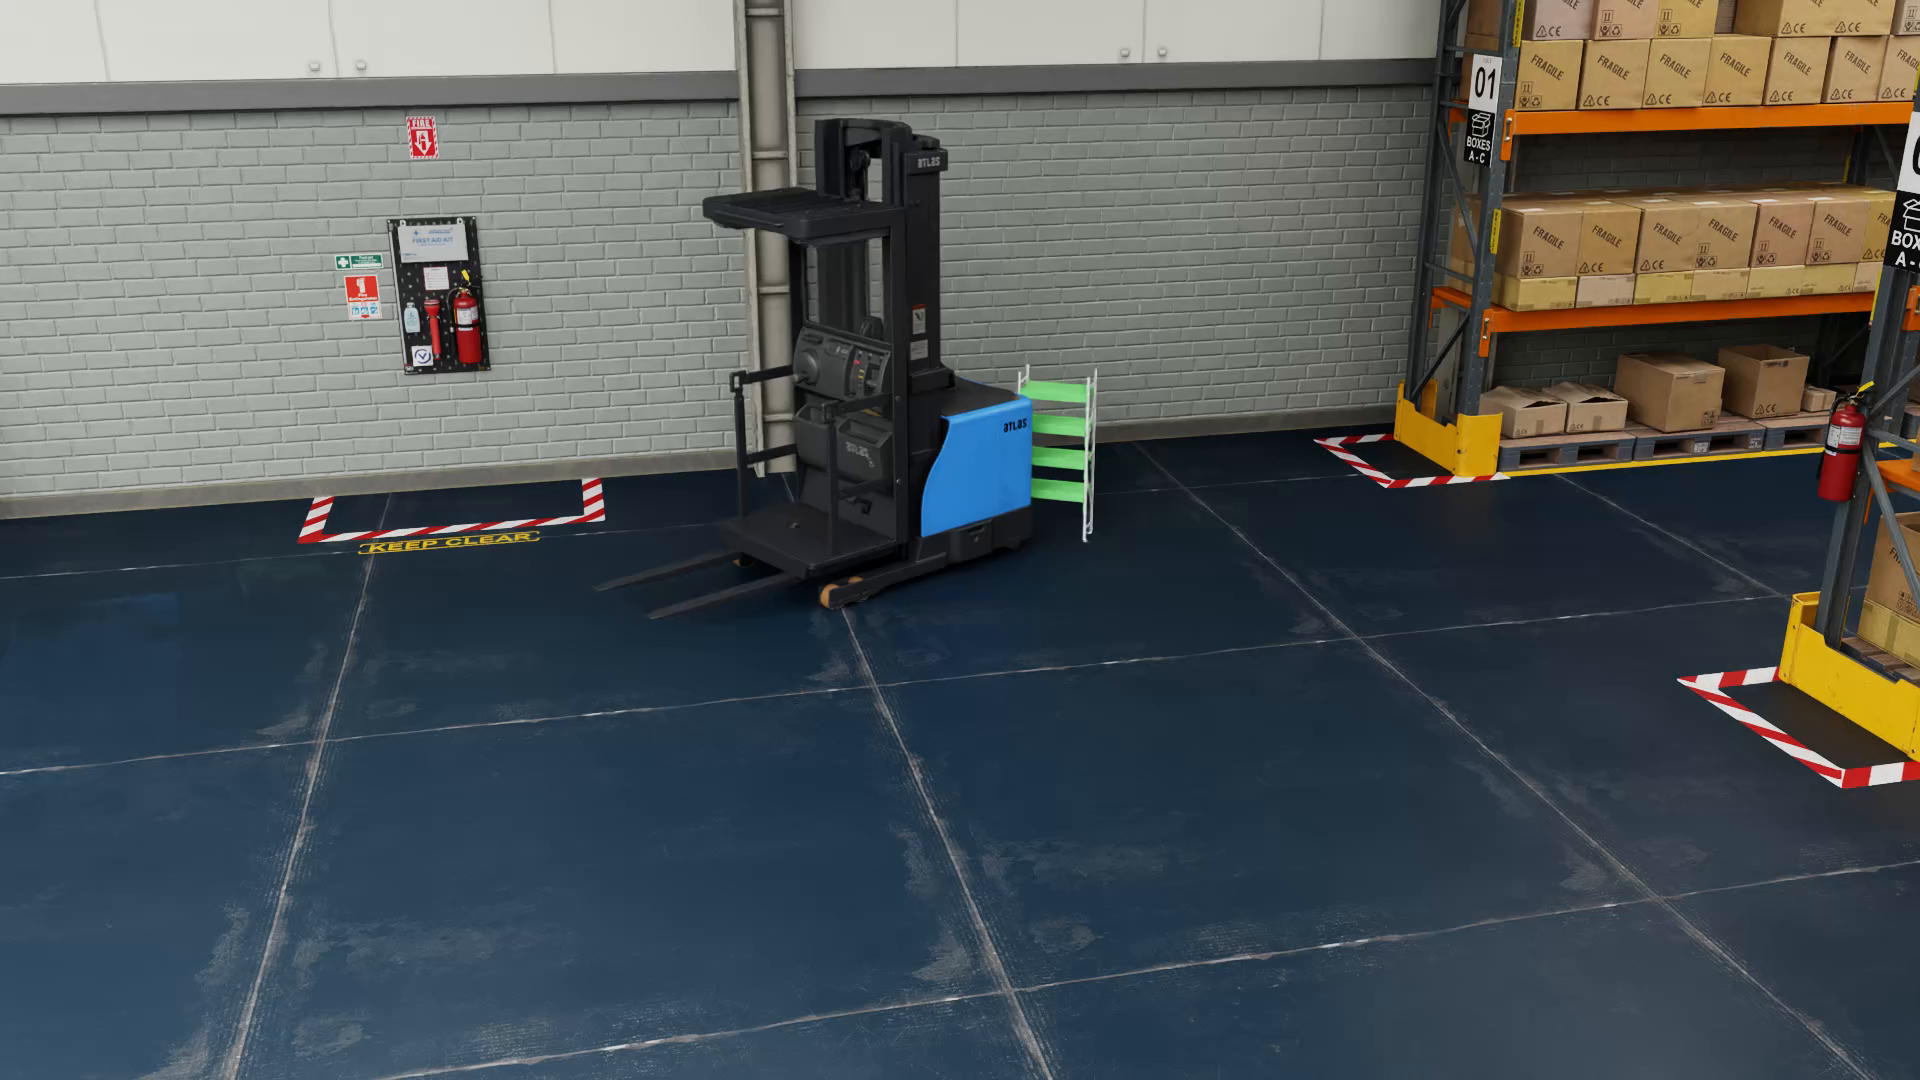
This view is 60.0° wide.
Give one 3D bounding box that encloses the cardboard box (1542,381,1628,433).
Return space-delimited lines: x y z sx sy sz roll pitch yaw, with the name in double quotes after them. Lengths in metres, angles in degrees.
5.162 -1.117 13.771 0.500 0.311 0.500 -3 20 -8 "cardboard box"

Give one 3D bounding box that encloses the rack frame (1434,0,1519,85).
3.913 -4.920 12.162 0.127 3.000 1.000 -5 21 -12 "rack frame"

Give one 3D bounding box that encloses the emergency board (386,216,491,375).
-3.858 -1.790 12.340 0.643 1.169 0.194 -5 21 -12 "emergency board"

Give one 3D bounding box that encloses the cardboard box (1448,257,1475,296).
4.323 -2.144 13.495 0.500 0.250 0.500 -4 21 -12 "cardboard box"

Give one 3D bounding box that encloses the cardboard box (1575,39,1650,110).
4.827 -3.541 12.585 0.500 0.500 0.500 -3 20 -9 "cardboard box"

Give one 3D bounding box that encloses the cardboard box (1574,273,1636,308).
4.963 -2.020 13.157 0.500 0.250 0.500 -5 21 -14 "cardboard box"

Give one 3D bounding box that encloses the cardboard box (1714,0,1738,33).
5.777 -4.275 13.134 0.500 0.500 0.500 -5 21 -13 "cardboard box"

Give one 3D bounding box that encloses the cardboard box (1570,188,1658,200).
5.317 -2.581 13.599 0.500 0.500 0.500 -5 21 -14 "cardboard box"

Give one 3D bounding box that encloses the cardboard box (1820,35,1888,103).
6.876 -3.726 13.089 0.500 0.500 0.500 -6 21 -17 "cardboard box"

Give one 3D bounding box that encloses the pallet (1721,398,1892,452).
7.160 -1.045 14.361 1.213 0.211 1.003 -5 21 -12 "pallet"

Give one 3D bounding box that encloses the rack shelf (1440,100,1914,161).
5.859 -3.332 13.234 4.000 0.370 1.077 -5 21 -12 "rack shelf"

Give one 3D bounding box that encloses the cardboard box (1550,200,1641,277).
4.930 -2.367 13.014 0.500 0.500 0.500 -5 21 -12 "cardboard box"

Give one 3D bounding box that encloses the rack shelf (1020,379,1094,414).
0.679 -1.003 11.600 0.480 0.148 0.258 6 21 16 "rack shelf"

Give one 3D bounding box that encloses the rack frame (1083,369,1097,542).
0.912 -0.588 11.676 0.015 1.200 0.240 6 21 16 "rack frame"

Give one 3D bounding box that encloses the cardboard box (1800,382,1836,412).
7.292 -1.243 14.327 0.250 0.166 0.380 -7 21 -20 "cardboard box"

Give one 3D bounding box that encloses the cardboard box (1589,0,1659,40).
4.843 -4.009 12.409 0.500 0.500 0.500 -5 21 -13 "cardboard box"

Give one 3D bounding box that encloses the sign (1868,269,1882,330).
4.945 -1.283 8.927 0.005 0.325 0.100 -5 21 -12 "sign"

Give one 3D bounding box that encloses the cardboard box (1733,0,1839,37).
6.344 -4.132 12.743 0.500 0.500 0.500 -5 21 -14 "cardboard box"

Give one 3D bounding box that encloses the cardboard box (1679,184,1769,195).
6.310 -2.666 13.830 0.500 0.500 0.500 -4 21 -11 "cardboard box"

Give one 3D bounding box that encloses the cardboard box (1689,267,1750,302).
5.952 -2.098 13.369 0.500 0.250 0.500 -4 21 -12 "cardboard box"

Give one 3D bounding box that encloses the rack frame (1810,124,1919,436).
7.806 -2.419 14.058 0.127 3.000 1.000 -5 21 -12 "rack frame"

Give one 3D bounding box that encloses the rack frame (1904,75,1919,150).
5.056 -3.262 7.636 0.127 3.000 1.000 -5 21 -12 "rack frame"

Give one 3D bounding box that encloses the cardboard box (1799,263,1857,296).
6.928 -2.183 13.601 0.500 0.250 0.500 -5 21 -12 "cardboard box"

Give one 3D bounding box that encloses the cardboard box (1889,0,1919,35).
7.380 -4.223 12.994 0.500 0.500 0.500 -6 21 -17 "cardboard box"

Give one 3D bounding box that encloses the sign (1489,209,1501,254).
4.038 -2.328 12.550 0.005 0.325 0.100 -5 21 -12 "sign"

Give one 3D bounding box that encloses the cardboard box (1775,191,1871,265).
6.932 -2.528 13.454 0.500 0.500 0.500 -5 21 -13 "cardboard box"

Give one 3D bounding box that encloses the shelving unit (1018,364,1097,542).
0.679 -0.613 11.743 0.503 1.200 0.258 6 21 16 "shelving unit"

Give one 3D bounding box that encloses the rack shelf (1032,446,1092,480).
0.679 -0.553 11.765 0.480 0.148 0.258 6 21 16 "rack shelf"

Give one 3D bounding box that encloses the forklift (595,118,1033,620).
-0.925 -1.130 10.638 3.031 2.935 1.130 -17 26 -39 "forklift"

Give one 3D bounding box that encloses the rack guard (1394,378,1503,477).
3.987 -0.935 13.641 0.348 0.500 1.175 -5 21 -12 "rack guard"

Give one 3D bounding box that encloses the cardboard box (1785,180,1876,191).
7.300 -2.743 14.041 0.500 0.500 0.500 -5 21 -14 "cardboard box"

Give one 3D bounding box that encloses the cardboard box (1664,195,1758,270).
5.934 -2.451 13.242 0.500 0.500 0.500 -4 20 -11 "cardboard box"

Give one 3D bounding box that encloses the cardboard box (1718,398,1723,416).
6.244 -1.167 14.146 0.250 0.149 0.380 -6 21 -17 "cardboard box"

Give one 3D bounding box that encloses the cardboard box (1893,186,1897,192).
8.309 -2.702 14.044 0.500 0.500 0.700 -5 21 -12 "cardboard box"

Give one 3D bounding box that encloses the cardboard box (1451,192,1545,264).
4.323 -2.502 13.384 0.500 0.500 0.500 -5 21 -13 "cardboard box"

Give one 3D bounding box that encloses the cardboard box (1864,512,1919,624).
5.510 0.155 9.328 0.500 0.500 0.500 -5 21 -12 "cardboard box"

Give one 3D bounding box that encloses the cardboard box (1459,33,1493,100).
4.261 -3.685 12.979 0.500 0.500 0.500 -3 20 -9 "cardboard box"

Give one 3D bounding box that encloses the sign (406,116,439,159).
-3.888 -2.911 12.031 0.199 0.298 0.001 -5 21 -12 "sign"

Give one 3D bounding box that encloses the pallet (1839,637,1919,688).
5.791 0.790 9.352 1.213 0.211 1.003 -5 21 -12 "pallet"

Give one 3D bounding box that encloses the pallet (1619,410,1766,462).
5.971 -0.947 14.094 1.213 0.211 1.003 -5 21 -12 "pallet"

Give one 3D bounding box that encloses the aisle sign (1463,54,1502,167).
3.912 -3.217 12.457 0.004 0.787 0.394 -5 21 -12 "aisle sign"

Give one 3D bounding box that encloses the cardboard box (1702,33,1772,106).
5.848 -3.633 12.836 0.500 0.500 0.500 -3 20 -9 "cardboard box"

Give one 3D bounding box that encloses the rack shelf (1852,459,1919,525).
7.003 -0.265 9.224 4.000 0.370 1.077 -5 21 -12 "rack shelf"

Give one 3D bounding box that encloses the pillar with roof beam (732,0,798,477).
-0.453 -3.349 7.874 0.400 9.000 9.100 -5 21 -12 "pillar with roof beam"

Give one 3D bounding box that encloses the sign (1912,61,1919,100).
4.945 -2.415 8.513 0.005 0.325 0.100 -5 21 -12 "sign"
